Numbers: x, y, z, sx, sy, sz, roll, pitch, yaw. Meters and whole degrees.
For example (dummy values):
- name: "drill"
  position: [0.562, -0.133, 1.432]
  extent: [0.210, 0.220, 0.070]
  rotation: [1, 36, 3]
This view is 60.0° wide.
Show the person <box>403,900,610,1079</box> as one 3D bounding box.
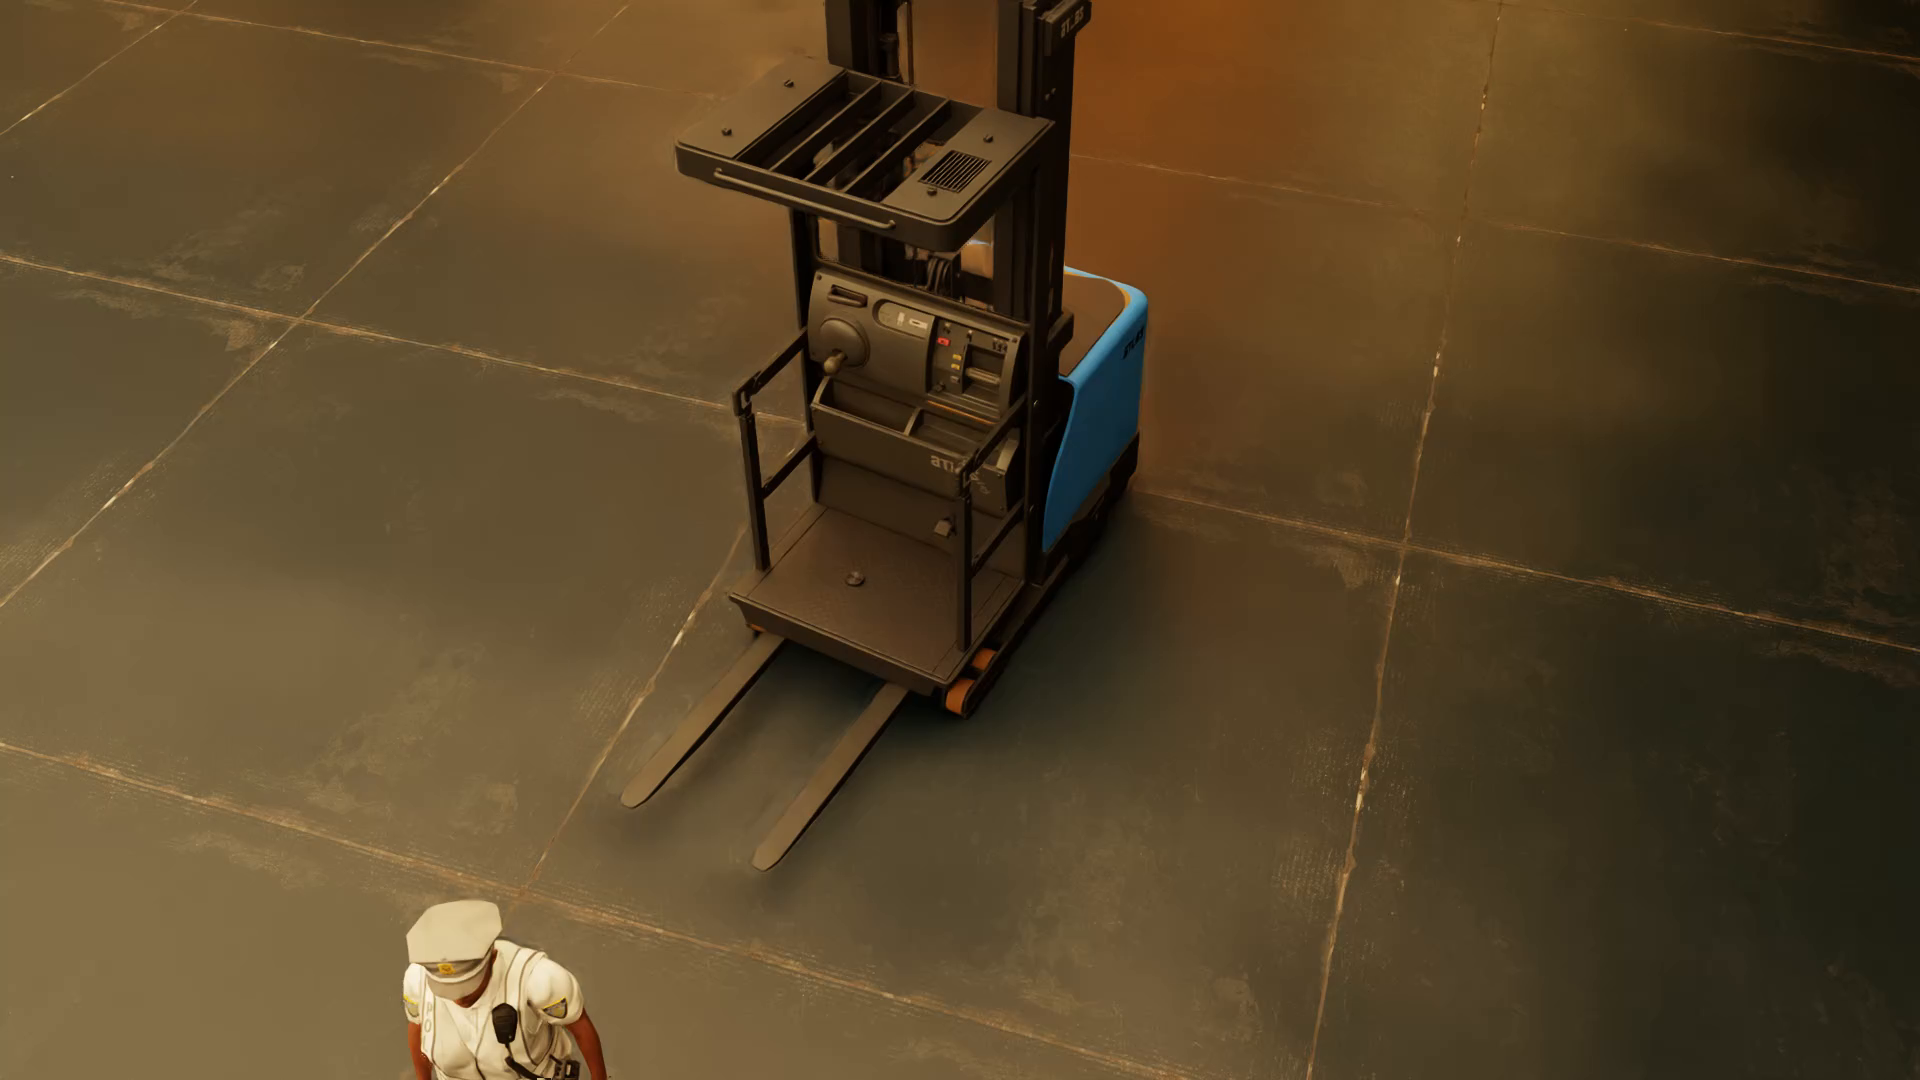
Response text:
- name: "person"
  position: [-1.324, 1.644, 4.899]
  extent: [0.553, 1.692, 0.478]
  rotation: [1, 43, 1]

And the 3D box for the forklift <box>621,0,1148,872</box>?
- name: "forklift"
  position: [-0.290, -0.689, 6.429]
  extent: [1.130, 2.935, 3.031]
  rotation: [21, 47, 21]
